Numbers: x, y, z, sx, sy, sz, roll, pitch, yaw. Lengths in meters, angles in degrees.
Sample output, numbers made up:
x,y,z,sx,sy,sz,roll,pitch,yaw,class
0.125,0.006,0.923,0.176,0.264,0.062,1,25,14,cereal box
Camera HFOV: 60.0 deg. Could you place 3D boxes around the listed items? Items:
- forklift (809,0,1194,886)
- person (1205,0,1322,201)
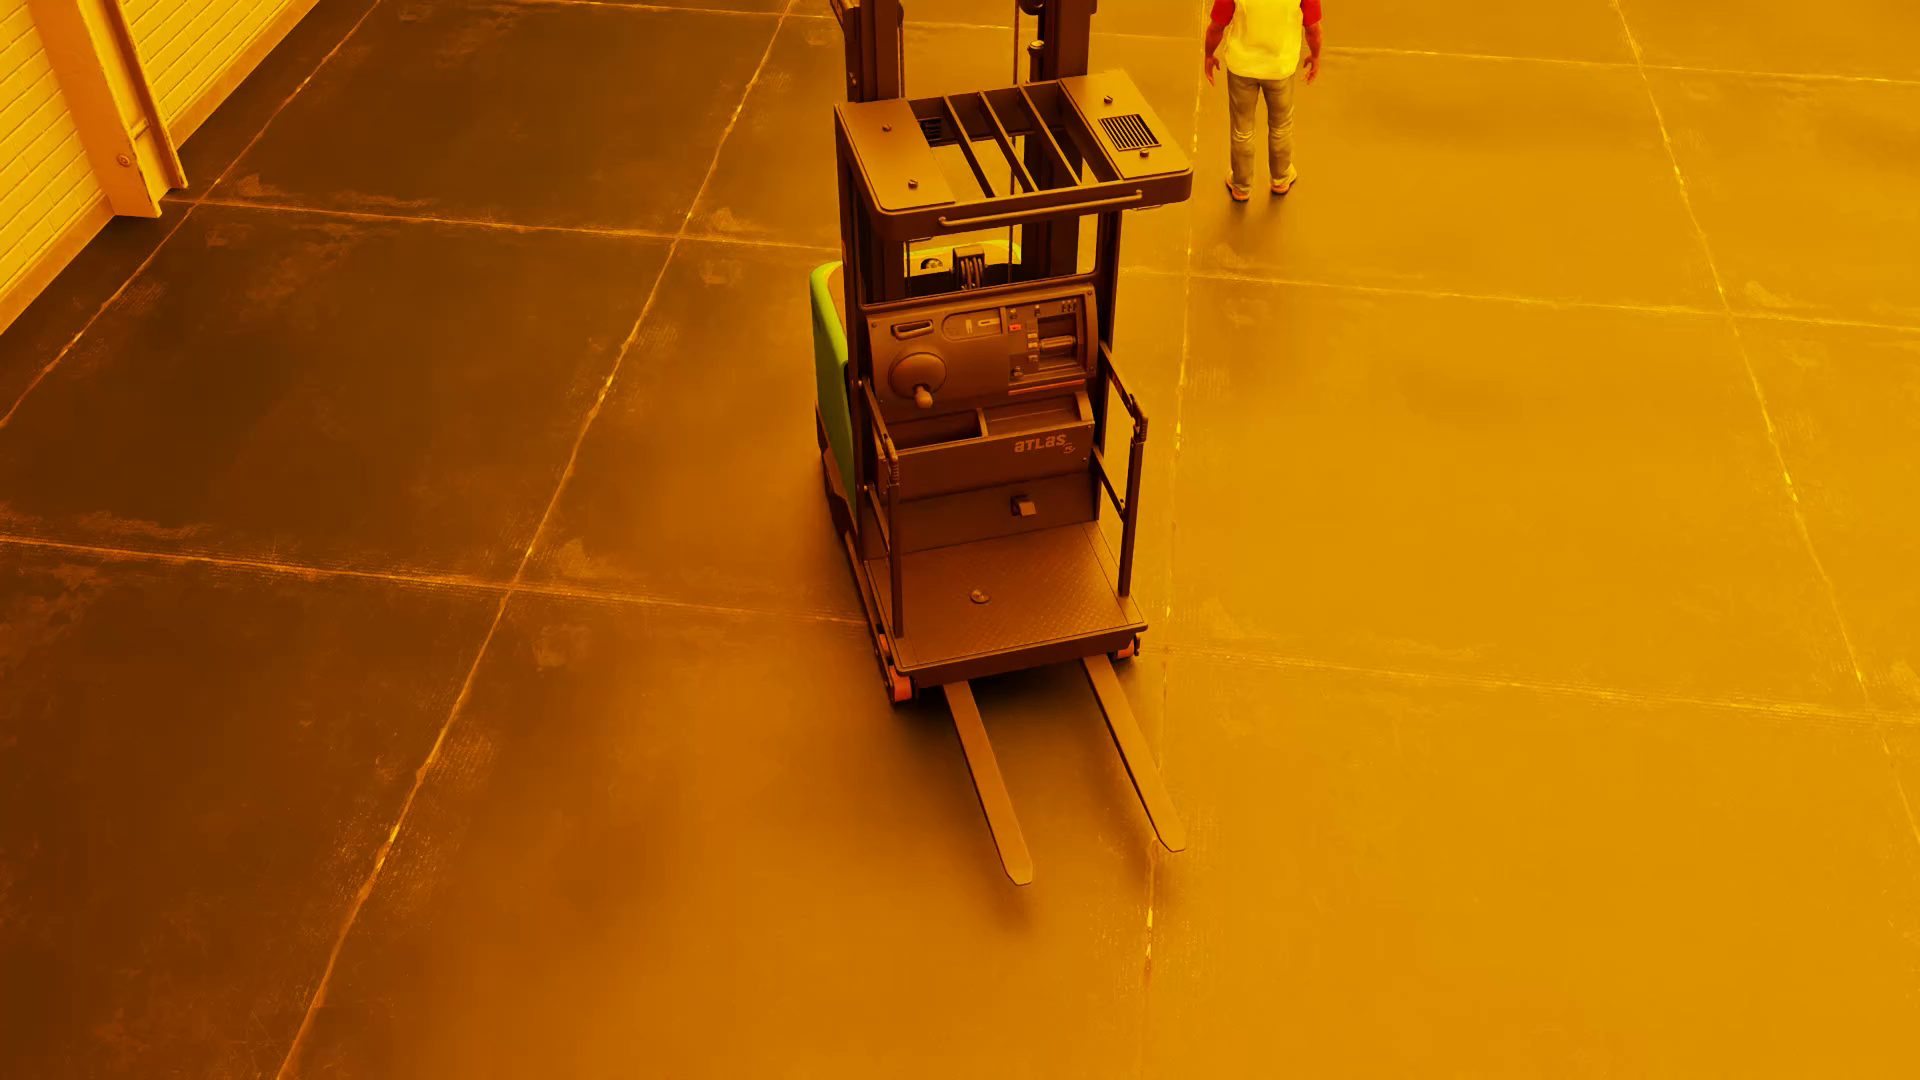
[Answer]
x,y,z,sx,sy,sz,roll,pitch,yaw,class
0.153,-0.681,6.465,1.130,2.935,3.031,-10,44,-11,forklift
1.745,-2.800,9.623,0.665,1.768,0.575,5,43,6,person
